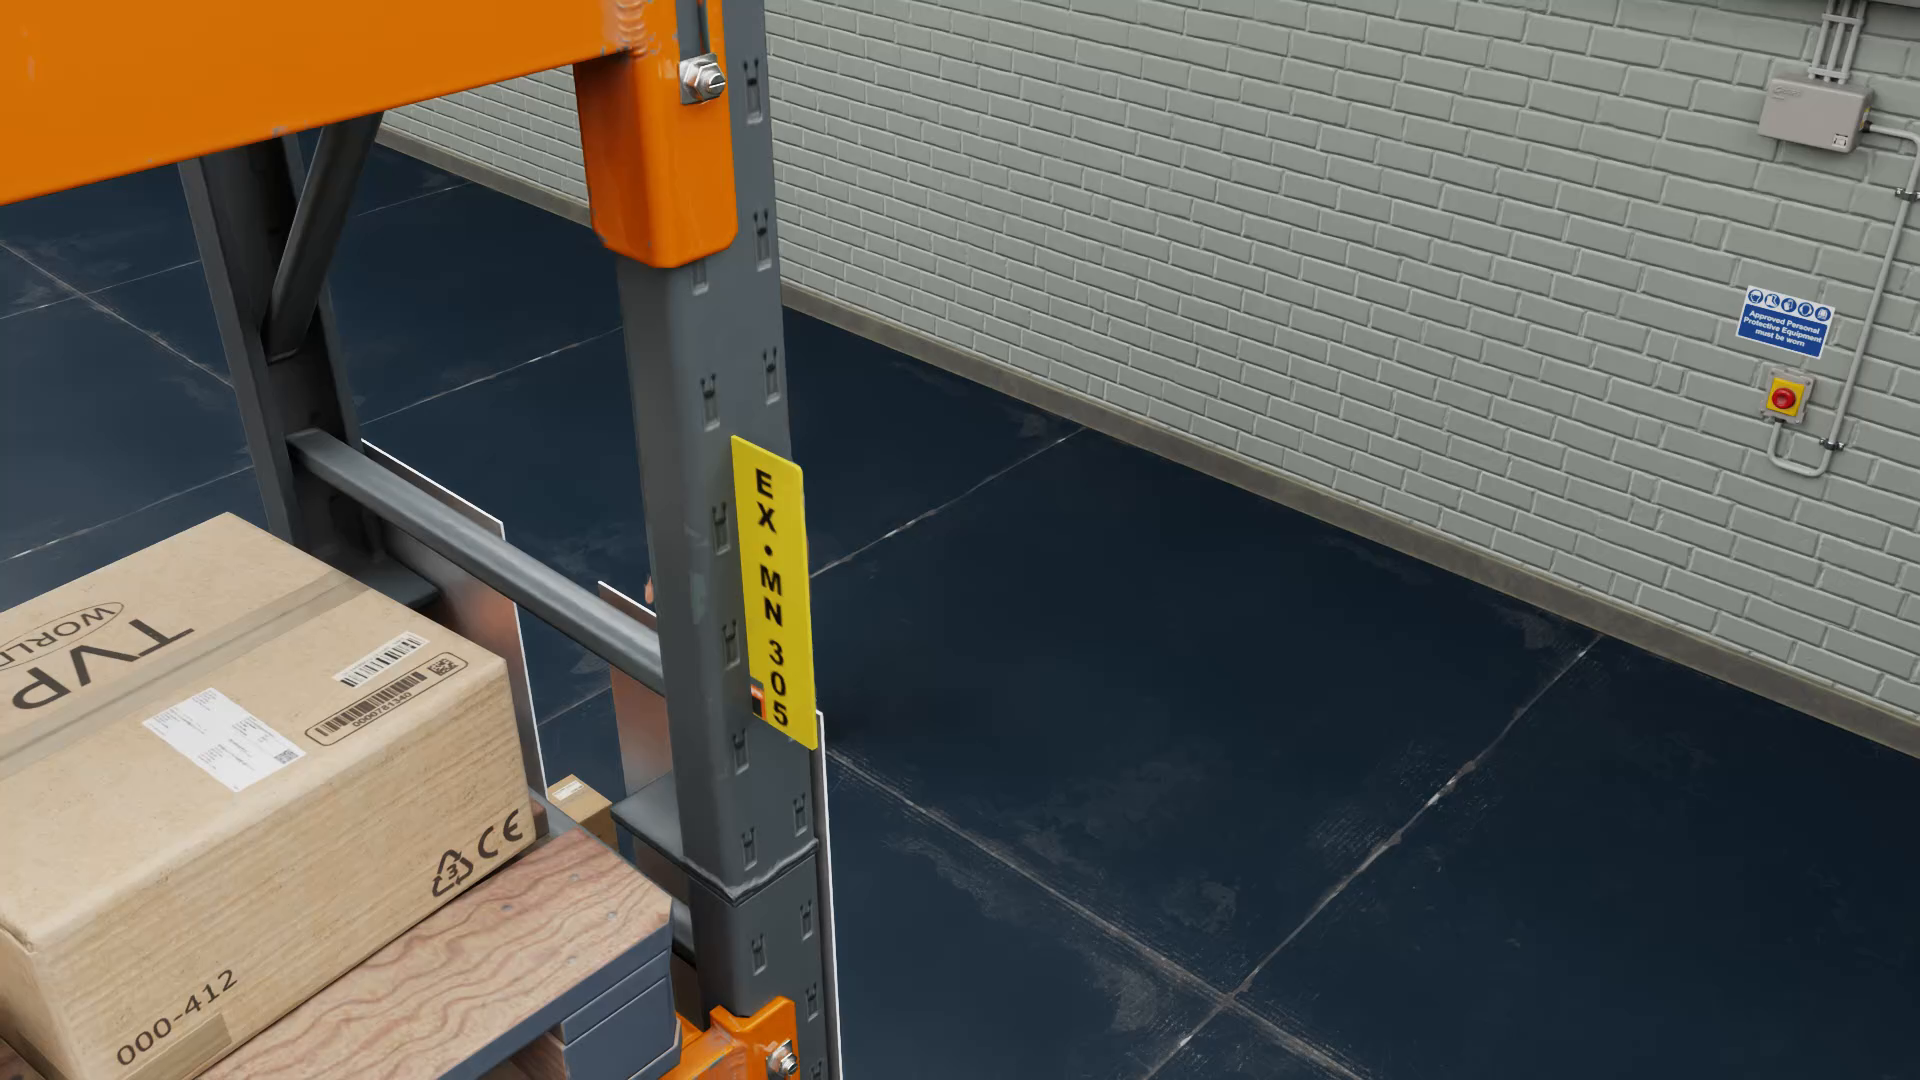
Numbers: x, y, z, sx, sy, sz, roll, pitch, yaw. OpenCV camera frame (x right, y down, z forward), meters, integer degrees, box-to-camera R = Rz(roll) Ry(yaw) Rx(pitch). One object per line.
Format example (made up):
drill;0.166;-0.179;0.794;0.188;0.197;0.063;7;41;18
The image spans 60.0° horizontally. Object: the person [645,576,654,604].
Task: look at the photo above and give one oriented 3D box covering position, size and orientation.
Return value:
person;-0.993;0.200;6.280;0.854;1.637;0.451;-18;36;-27
